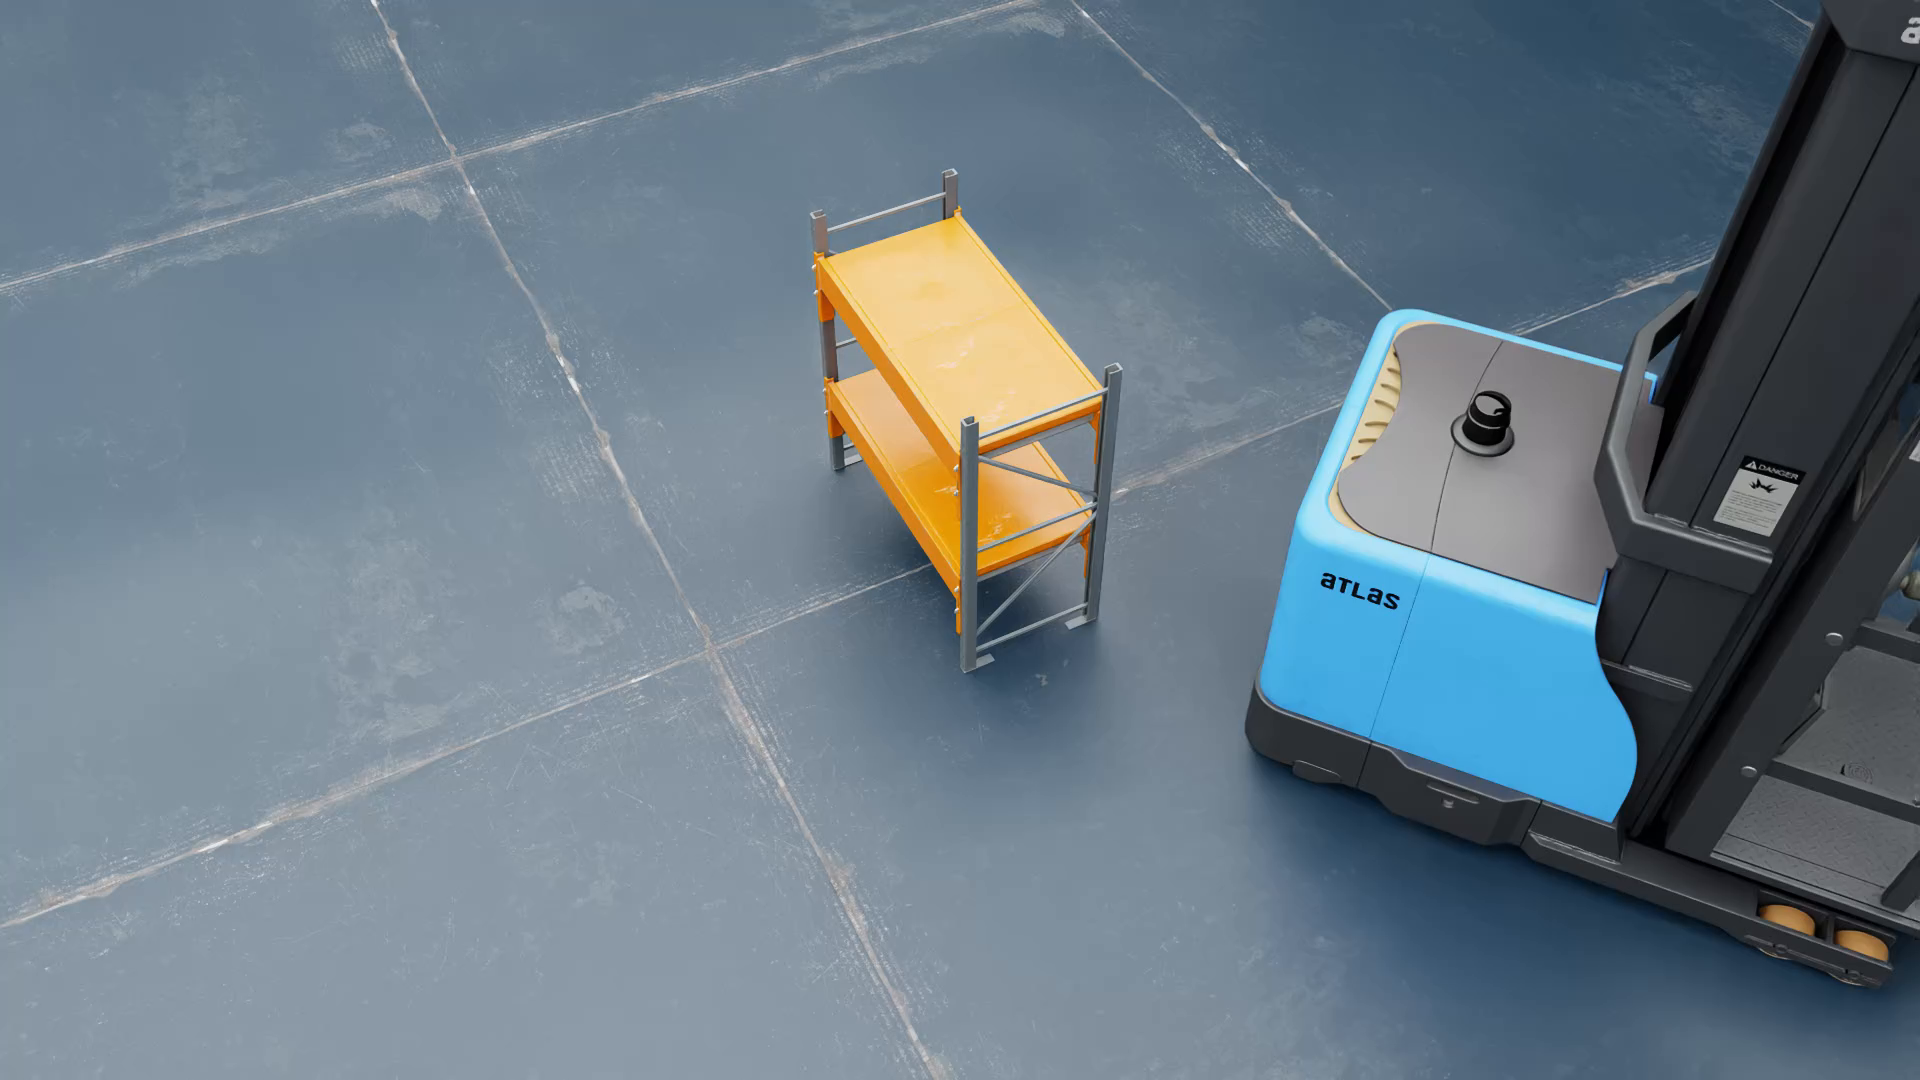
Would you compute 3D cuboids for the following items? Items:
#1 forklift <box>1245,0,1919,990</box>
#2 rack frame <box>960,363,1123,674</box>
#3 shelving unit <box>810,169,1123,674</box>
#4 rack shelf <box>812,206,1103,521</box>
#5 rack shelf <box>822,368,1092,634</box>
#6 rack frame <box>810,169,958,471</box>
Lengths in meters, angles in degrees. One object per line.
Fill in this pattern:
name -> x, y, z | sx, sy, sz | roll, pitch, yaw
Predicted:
forklift -> 2.442, -0.180, 3.960 | 3.031, 2.935, 1.130 | 19, 51, 16
rack frame -> 0.230, -0.035, 5.033 | 0.500, 1.125, 0.032 | -21, 52, -18
shelving unit -> -0.003, -0.375, 5.331 | 0.538, 1.125, 1.048 | -21, 52, -18
rack shelf -> -0.003, -0.568, 5.110 | 0.538, 0.278, 1.000 | -21, 52, -18
rack shelf -> -0.003, -0.214, 5.515 | 0.538, 0.278, 1.000 | -21, 52, -18
rack frame -> -0.236, -0.715, 5.628 | 0.500, 1.125, 0.032 | -21, 52, -18
